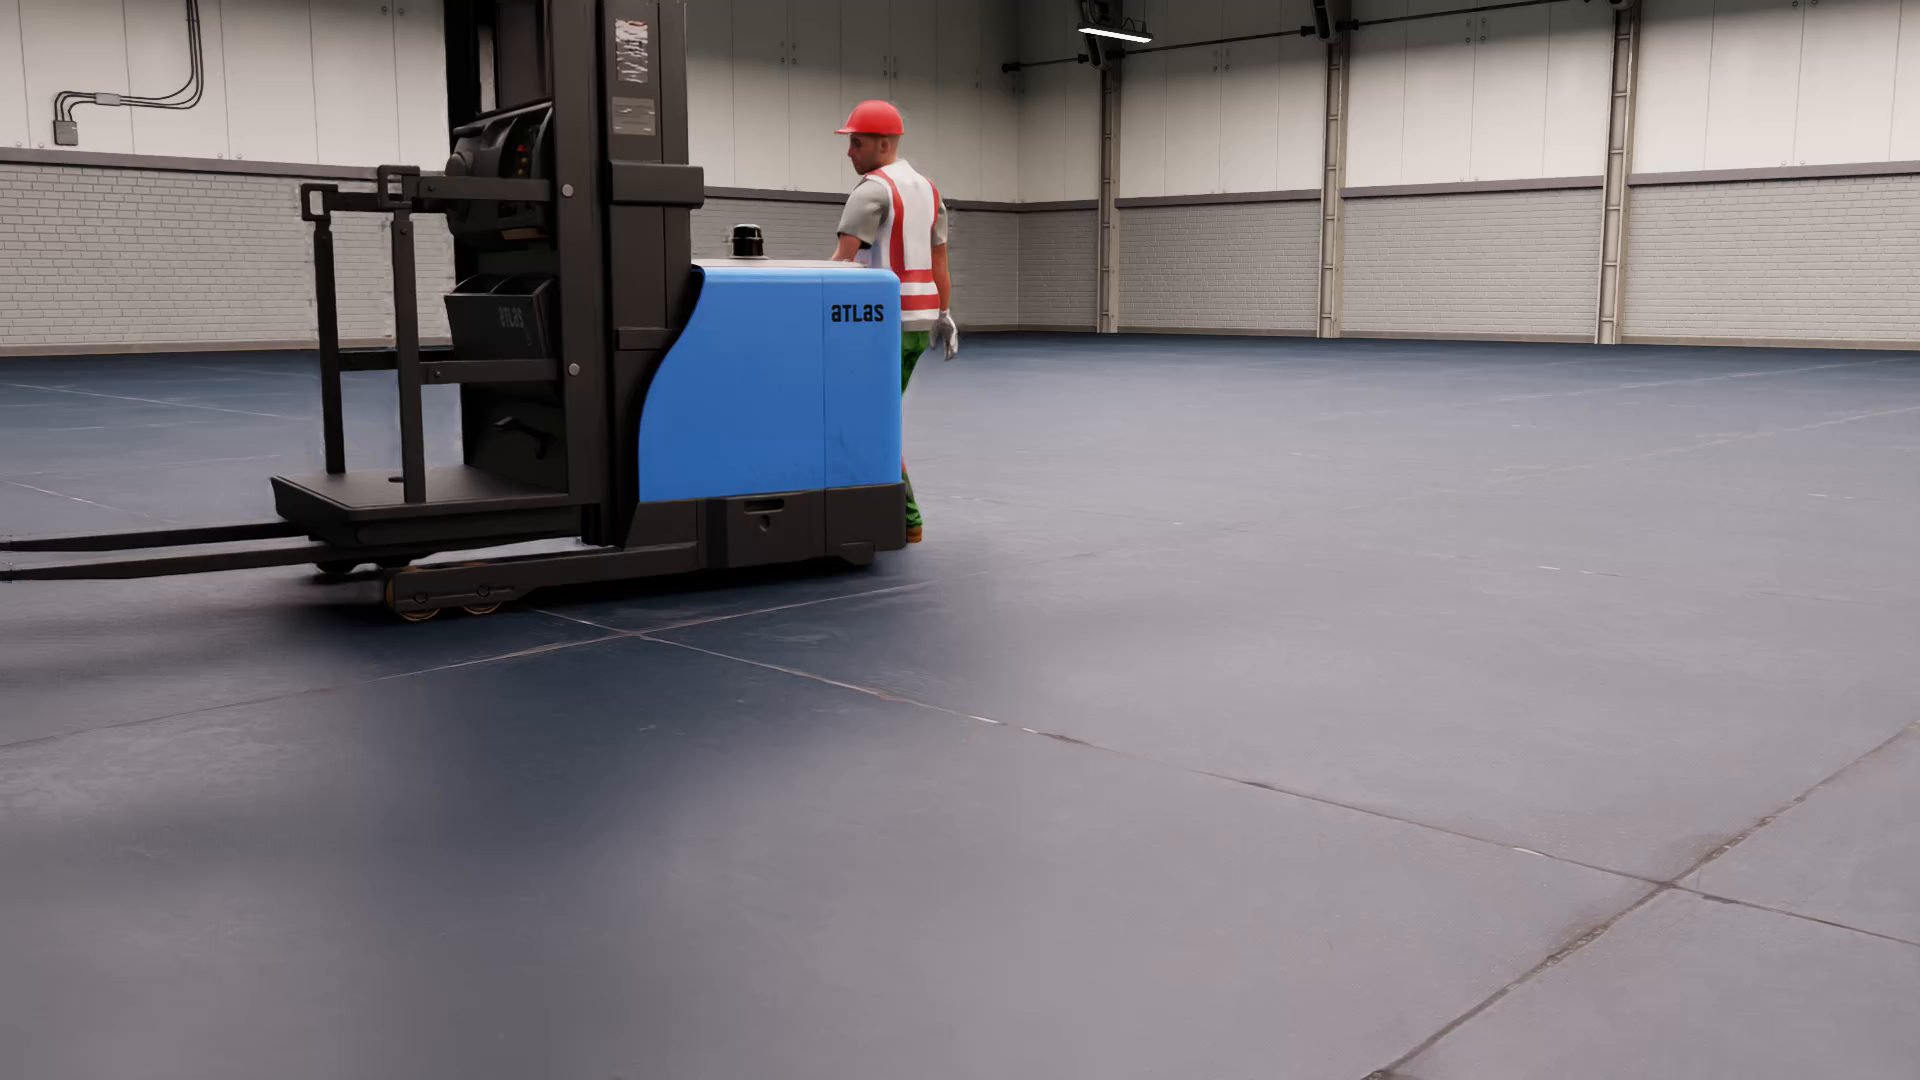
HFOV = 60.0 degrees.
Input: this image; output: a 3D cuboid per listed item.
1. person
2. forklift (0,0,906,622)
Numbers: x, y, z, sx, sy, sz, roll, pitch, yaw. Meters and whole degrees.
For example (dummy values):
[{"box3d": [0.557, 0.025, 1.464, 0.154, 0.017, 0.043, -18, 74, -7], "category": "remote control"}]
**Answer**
[{"box3d": [-0.421, -0.884, 6.781, 0.715, 1.745, 0.781, 4, 10, 27], "category": "person"}, {"box3d": [-1.708, -1.290, 5.439, 3.031, 2.935, 1.130, -6, 10, -33], "category": "forklift"}]
